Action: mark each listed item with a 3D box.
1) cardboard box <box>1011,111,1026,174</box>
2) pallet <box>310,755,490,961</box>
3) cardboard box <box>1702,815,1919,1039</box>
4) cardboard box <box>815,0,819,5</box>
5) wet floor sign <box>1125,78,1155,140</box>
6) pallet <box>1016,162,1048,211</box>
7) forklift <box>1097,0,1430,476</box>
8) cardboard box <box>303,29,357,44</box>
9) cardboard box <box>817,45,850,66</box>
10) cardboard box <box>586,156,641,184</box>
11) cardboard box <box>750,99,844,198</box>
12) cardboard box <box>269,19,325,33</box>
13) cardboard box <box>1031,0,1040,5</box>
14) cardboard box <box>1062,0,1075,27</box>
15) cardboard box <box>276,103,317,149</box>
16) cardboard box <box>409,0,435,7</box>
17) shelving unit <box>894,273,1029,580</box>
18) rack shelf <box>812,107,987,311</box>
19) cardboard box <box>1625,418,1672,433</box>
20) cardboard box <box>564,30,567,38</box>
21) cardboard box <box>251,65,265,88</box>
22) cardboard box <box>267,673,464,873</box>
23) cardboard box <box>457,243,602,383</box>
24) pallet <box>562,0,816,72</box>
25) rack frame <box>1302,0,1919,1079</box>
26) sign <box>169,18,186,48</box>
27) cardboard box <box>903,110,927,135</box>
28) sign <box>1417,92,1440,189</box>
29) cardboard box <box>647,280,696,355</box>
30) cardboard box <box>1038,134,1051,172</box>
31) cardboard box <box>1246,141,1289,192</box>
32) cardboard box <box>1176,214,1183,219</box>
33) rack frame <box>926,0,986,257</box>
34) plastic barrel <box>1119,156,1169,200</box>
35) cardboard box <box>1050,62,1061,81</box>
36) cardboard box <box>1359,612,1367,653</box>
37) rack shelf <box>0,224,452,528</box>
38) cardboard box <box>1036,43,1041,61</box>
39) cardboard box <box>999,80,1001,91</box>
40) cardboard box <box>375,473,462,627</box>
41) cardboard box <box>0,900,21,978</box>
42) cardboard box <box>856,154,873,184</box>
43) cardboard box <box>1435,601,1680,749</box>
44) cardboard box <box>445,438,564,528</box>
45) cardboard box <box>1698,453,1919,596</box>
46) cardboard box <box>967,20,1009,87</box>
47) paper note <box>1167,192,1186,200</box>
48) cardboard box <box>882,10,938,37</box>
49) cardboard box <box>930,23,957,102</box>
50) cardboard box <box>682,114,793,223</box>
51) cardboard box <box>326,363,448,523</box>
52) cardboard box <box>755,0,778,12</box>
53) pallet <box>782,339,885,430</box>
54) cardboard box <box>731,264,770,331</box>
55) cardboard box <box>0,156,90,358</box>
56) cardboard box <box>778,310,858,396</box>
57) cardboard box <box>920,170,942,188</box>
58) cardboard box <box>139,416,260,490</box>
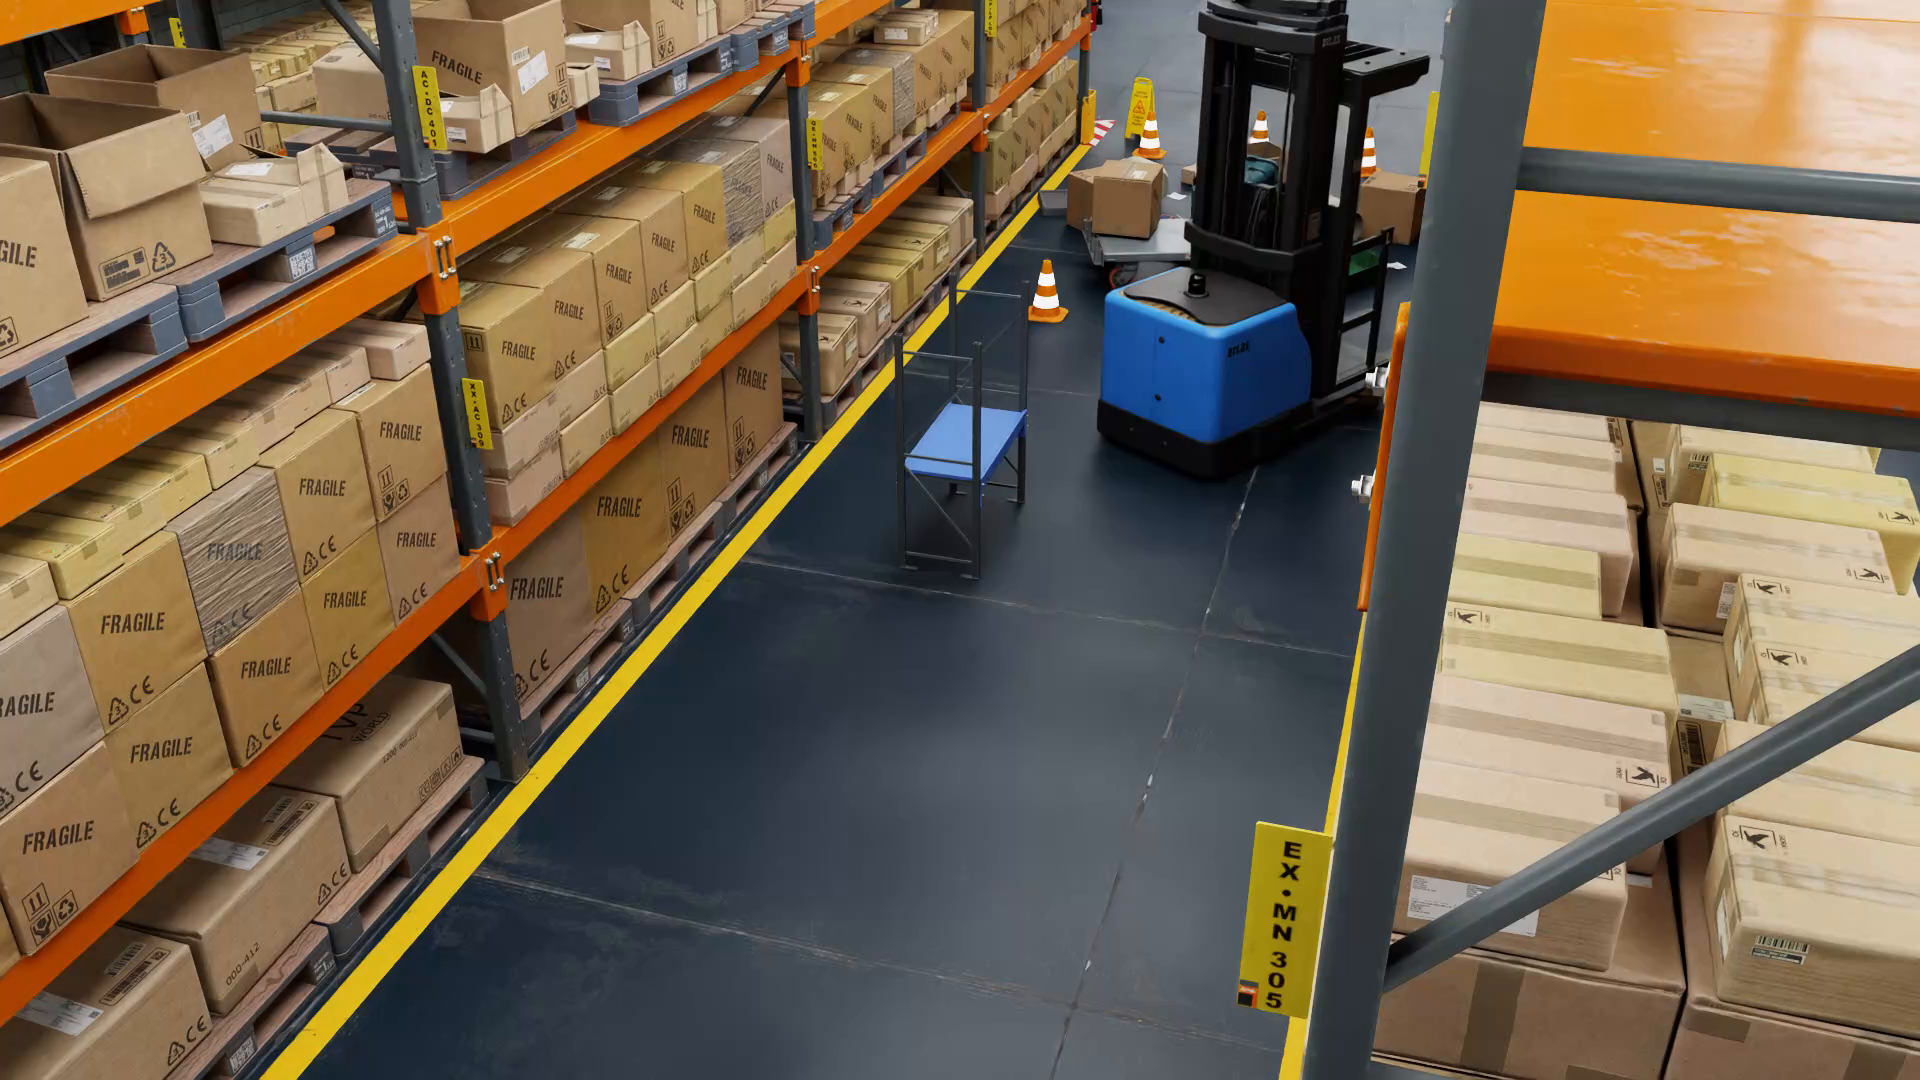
[{"bbox_3d":[0.302,-3.724,15.518,0.500,0.500,0.500,10,31,17],"label":"cardboard box"},{"bbox_3d":[-2.921,1.351,7.640,1.003,0.211,1.213,8,30,15],"label":"pallet"},{"bbox_3d":[1.277,0.552,2.351,0.380,0.149,0.250,8,30,14],"label":"cardboard box"},{"bbox_3d":[-1.119,-3.562,10.655,0.396,0.266,0.258,8,30,15],"label":"cardboard box"},{"bbox_3d":[1.978,-4.694,18.059,0.267,0.644,0.232,20,35,32],"label":"wet floor sign"},{"bbox_3d":[0.245,-3.595,16.531,1.003,0.211,1.213,8,30,15],"label":"pallet"},{"bbox_3d":[2.375,-2.297,11.399,3.031,2.935,1.130,-24,37,-36],"label":"forklift"},{"bbox_3d":[-5.256,-4.173,13.931,0.380,0.149,0.250,9,30,15],"label":"cardboard box"},{"bbox_3d":[-1.132,-3.407,12.484,0.500,0.500,0.500,7,30,13],"label":"cardboard box"},{"bbox_3d":[-2.130,-1.885,9.457,0.500,0.500,0.500,9,30,16],"label":"cardboard box"},{"bbox_3d":[-1.096,-2.602,11.037,0.500,0.500,0.500,8,30,13],"label":"cardboard box"},{"bbox_3d":[-5.685,-4.362,14.271,0.380,0.149,0.250,8,30,15],"label":"cardboard box"},{"bbox_3d":[0.406,-5.176,15.066,0.700,0.500,0.500,8,30,14],"label":"cardboard box"},{"bbox_3d":[0.852,-5.437,16.564,0.500,0.500,0.500,9,30,15],"label":"cardboard box"},{"bbox_3d":[-5.534,-3.355,13.384,0.500,0.250,0.500,8,30,13],"label":"cardboard box"},{"bbox_3d":[-4.909,-4.771,15.006,0.380,0.149,0.250,10,30,17],"label":"cardboard box"},{"bbox_3d":[0.025,-0.695,9.992,0.538,1.500,1.048,8,30,15],"label":"shelving unit"},{"bbox_3d":[-0.862,-2.684,12.764,1.077,0.370,4.000,8,30,15],"label":"rack shelf"},{"bbox_3d":[1.934,-0.281,4.259,0.500,0.250,0.500,10,31,17],"label":"cardboard box"},{"bbox_3d":[-2.211,-2.502,8.421,0.380,0.166,0.250,11,31,19],"label":"cardboard box"},{"bbox_3d":[-5.627,-3.579,12.864,0.380,0.149,0.250,9,30,15],"label":"cardboard box"},{"bbox_3d":[-2.910,1.003,7.601,0.875,0.438,0.875,8,30,14],"label":"cardboard box"},{"bbox_3d":[-2.096,-1.095,8.036,0.500,0.500,0.500,8,30,15],"label":"cardboard box"},{"bbox_3d":[-1.587,-2.990,9.684,1.213,0.211,1.003,10,31,17],"label":"pallet"},{"bbox_3d":[0.968,-0.313,1.591,0.949,2.616,0.053,8,30,15],"label":"rack frame"},{"bbox_3d":[-3.145,-1.957,6.777,0.100,0.325,0.005,8,30,15],"label":"sign"},{"bbox_3d":[-0.475,-3.251,12.870,0.380,0.149,0.250,8,30,15],"label":"cardboard box"},{"bbox_3d":[1.607,-1.337,5.581,0.100,0.325,0.005,8,30,15],"label":"sign"},{"bbox_3d":[-1.778,-1.240,9.068,0.500,0.250,0.500,8,30,13],"label":"cardboard box"},{"bbox_3d":[0.611,-3.871,16.555,0.500,0.250,0.500,7,30,13],"label":"cardboard box"},{"bbox_3d":[2.804,-3.518,16.092,0.797,0.503,0.637,-12,31,-20],"label":"cardboard box"},{"bbox_3d":[2.016,-2.805,15.055,0.258,0.266,0.396,-12,31,-20],"label":"cardboard box"},{"bbox_3d":[-0.275,-3.928,14.260,1.000,3.000,0.127,8,30,15],"label":"rack frame"},{"bbox_3d":[1.740,-3.485,16.114,0.421,0.421,0.512,-17,34,-28],"label":"plastic barrel"},{"bbox_3d":[0.793,-4.674,16.559,0.380,0.149,0.250,9,30,16],"label":"cardboard box"},{"bbox_3d":[1.284,0.097,4.094,0.500,0.250,0.500,10,31,17],"label":"cardboard box"},{"bbox_3d":[-3.210,-0.277,5.352,1.077,0.370,4.000,8,30,15],"label":"rack shelf"},{"bbox_3d":[0.556,-4.633,15.786,0.380,0.149,0.250,8,30,15],"label":"cardboard box"},{"bbox_3d":[0.149,-4.044,14.727,0.380,0.149,0.250,9,30,16],"label":"cardboard box"},{"bbox_3d":[-2.515,-0.002,7.100,0.500,0.500,0.500,9,30,15],"label":"cardboard box"},{"bbox_3d":[-3.260,1.184,4.968,0.500,0.500,0.500,8,30,14],"label":"cardboard box"},{"bbox_3d":[-0.836,-2.639,11.770,0.380,0.149,0.250,9,30,15],"label":"cardboard box"},{"bbox_3d":[1.022,0.254,2.888,0.380,0.149,0.250,8,30,13],"label":"cardboard box"},{"bbox_3d":[-2.242,-0.311,7.914,0.500,0.250,0.500,8,30,14],"label":"cardboard box"},{"bbox_3d":[1.734,-0.036,3.409,0.380,0.149,0.250,9,30,16],"label":"cardboard box"},{"bbox_3d":[0.121,-4.266,14.460,0.500,0.500,0.500,8,30,15],"label":"cardboard box"},{"bbox_3d":[2.132,-3.388,16.355,0.148,0.019,0.142,20,35,32],"label":"paper note"},{"bbox_3d":[-0.384,-4.000,12.881,0.380,0.149,0.250,8,30,13],"label":"cardboard box"},{"bbox_3d":[-0.335,-3.807,13.202,0.500,0.500,0.500,9,30,15],"label":"cardboard box"},{"bbox_3d":[-1.351,-2.272,10.152,0.500,0.500,0.500,8,30,14],"label":"cardboard box"},{"bbox_3d":[-2.498,-0.432,6.845,0.500,0.500,0.500,8,30,14],"label":"cardboard box"},{"bbox_3d":[-1.415,-3.412,9.709,0.797,0.503,0.637,7,30,12],"label":"cardboard box"},{"bbox_3d":[-1.218,-1.213,12.249,1.003,0.211,1.213,8,30,15],"label":"pallet"},{"bbox_3d":[-1.484,-1.492,10.035,0.500,0.250,0.500,9,30,16],"label":"cardboard box"},{"bbox_3d":[-3.062,-0.848,5.001,0.500,0.500,0.500,9,30,16],"label":"cardboard box"},{"bbox_3d":[-1.274,-1.365,11.925,0.950,0.372,0.625,6,30,11],"label":"cardboard box"},{"bbox_3d":[-0.358,-3.551,15.208,0.500,0.500,0.500,8,30,14],"label":"cardboard box"},{"bbox_3d":[-2.769,-0.322,5.981,0.380,0.149,0.250,8,30,14],"label":"cardboard box"}]
